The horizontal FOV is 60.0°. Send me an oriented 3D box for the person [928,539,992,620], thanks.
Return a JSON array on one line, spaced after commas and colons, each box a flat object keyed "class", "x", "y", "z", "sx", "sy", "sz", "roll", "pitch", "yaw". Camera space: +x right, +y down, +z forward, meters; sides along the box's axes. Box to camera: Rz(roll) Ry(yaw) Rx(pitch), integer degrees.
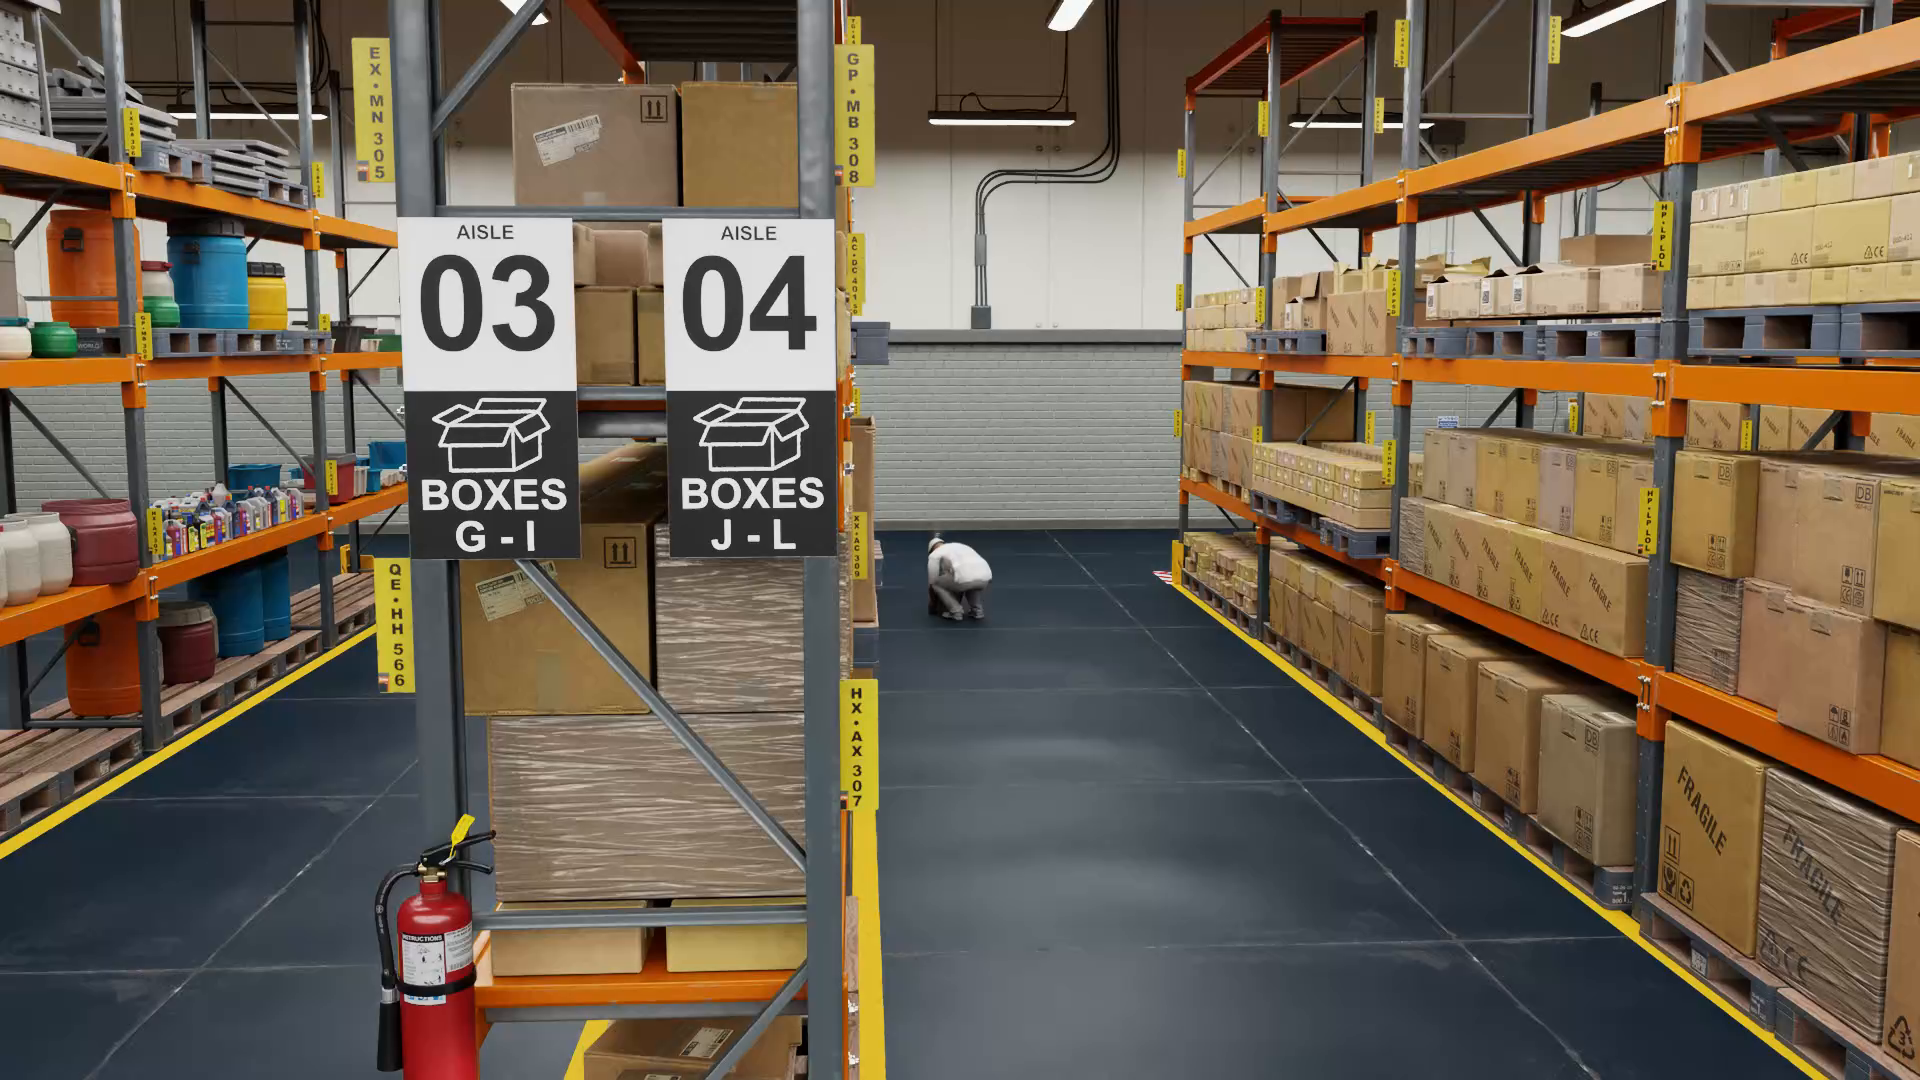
[{"class": "person", "x": -0.053, "y": 0.448, "z": 17.761, "sx": 0.532, "sy": 0.859, "sz": 0.946, "roll": -4, "pitch": 8, "yaw": -29}]
